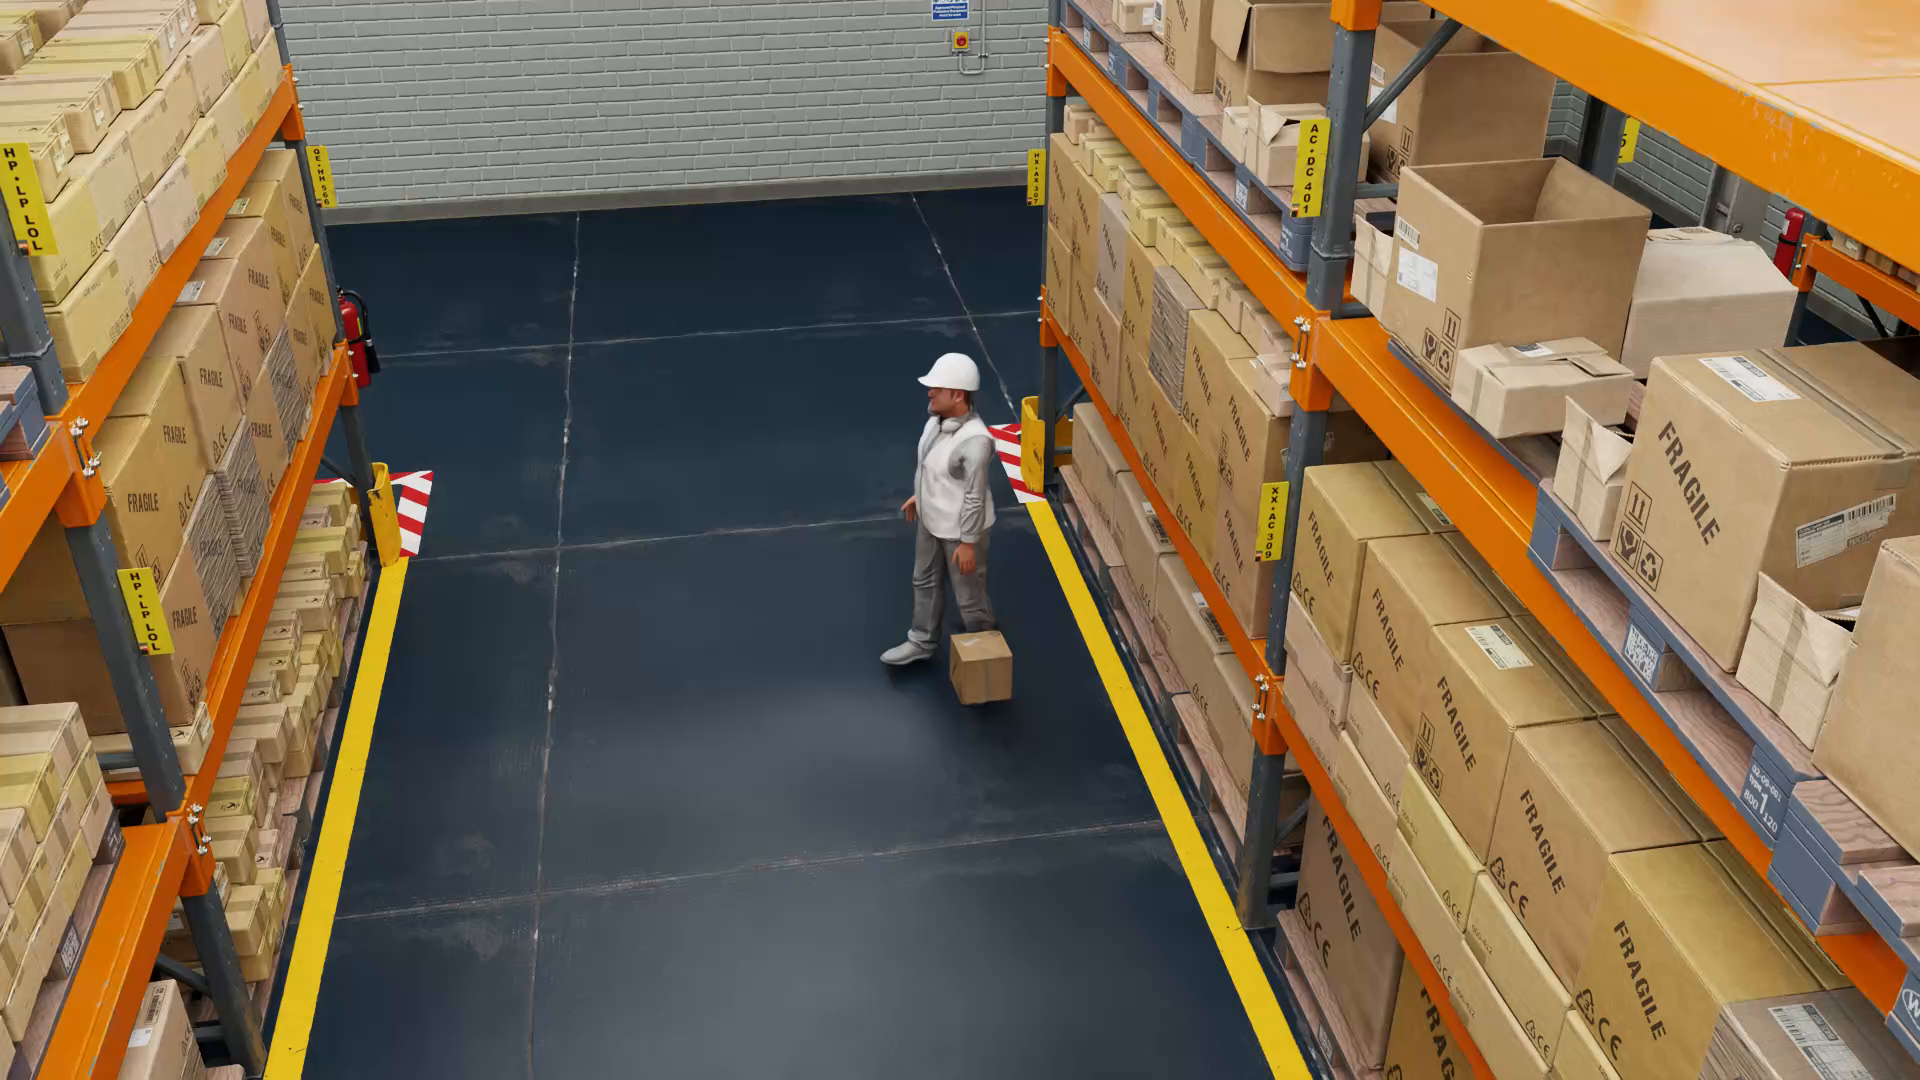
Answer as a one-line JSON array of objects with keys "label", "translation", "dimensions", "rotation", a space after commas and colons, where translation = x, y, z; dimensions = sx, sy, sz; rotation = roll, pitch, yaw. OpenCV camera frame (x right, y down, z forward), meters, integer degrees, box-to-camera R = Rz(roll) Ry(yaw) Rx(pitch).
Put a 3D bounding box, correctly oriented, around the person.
[{"label": "person", "translation": [-0.100, -0.087, 8.212], "dimensions": [0.553, 1.775, 0.613], "rotation": [-13, 33, -21]}]
